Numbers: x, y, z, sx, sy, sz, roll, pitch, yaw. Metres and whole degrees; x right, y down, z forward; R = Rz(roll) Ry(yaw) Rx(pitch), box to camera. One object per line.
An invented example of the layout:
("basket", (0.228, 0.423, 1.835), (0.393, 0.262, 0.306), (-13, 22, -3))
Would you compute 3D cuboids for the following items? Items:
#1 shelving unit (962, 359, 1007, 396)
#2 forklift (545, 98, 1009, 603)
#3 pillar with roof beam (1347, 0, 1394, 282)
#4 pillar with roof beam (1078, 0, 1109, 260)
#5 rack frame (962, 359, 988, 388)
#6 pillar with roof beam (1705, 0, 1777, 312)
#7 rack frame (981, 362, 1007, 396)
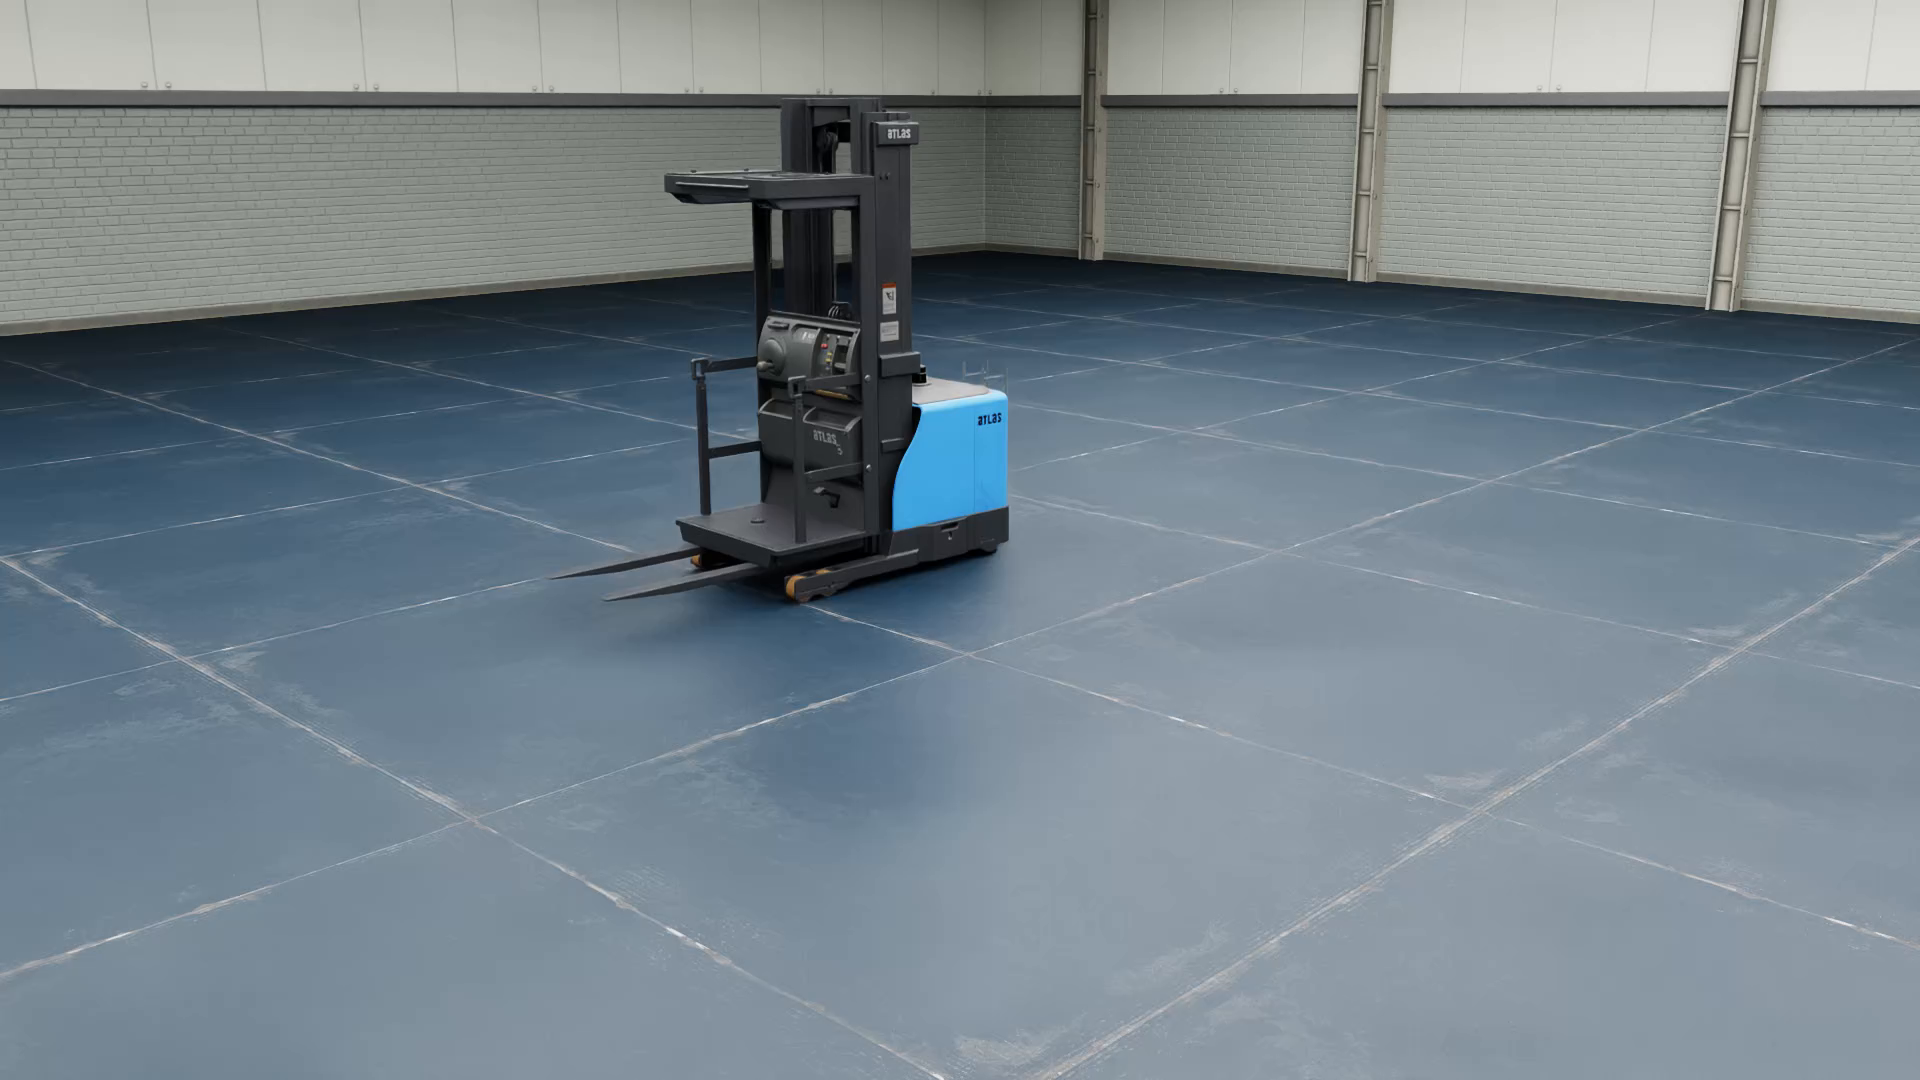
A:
("shelving unit", (0.168, -0.625, 11.449), (0.258, 1.200, 0.189), (-13, 20, -41))
("forklift", (-1.094, -1.189, 10.181), (3.031, 2.935, 1.130), (-13, 20, -41))
("pillar with roof beam", (3.891, -8.007, 24.315), (0.400, 9.000, 9.100), (14, 20, 42))
("pillar with roof beam", (-0.429, -9.057, 28.345), (0.400, 9.000, 9.100), (14, 20, 42))
("rack frame", (0.106, -0.641, 11.514), (0.240, 1.200, 0.006), (-13, 20, -41))
("pillar with roof beam", (8.210, -6.957, 20.285), (0.400, 9.000, 9.100), (14, 20, 42))
("rack frame", (0.231, -0.608, 11.384), (0.240, 1.200, 0.006), (-13, 20, -41))
